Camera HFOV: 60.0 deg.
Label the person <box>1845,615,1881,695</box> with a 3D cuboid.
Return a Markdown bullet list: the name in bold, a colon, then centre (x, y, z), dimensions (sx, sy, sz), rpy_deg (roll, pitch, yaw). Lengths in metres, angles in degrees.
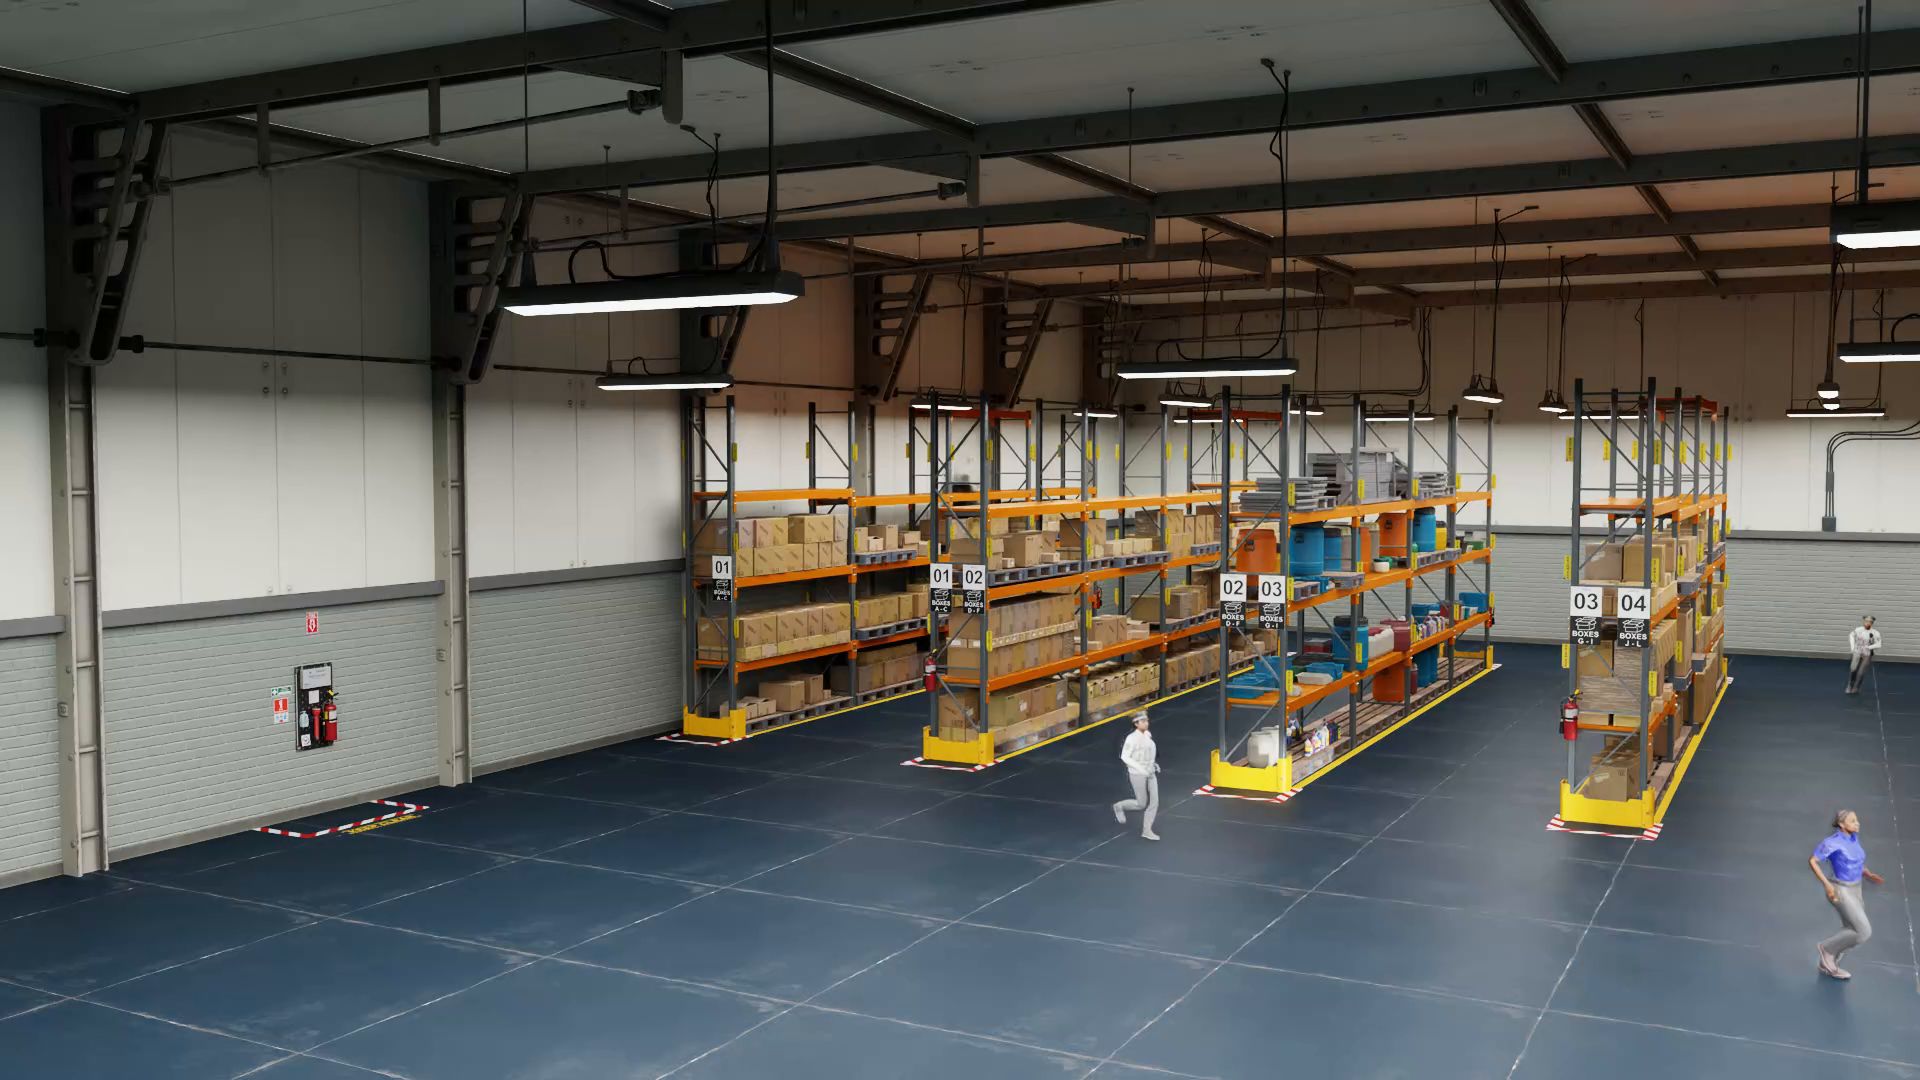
- **person**: centre (18.624, 2.369, 34.261), dimensions (0.637, 1.674, 0.631), rpy_deg (2, 4, 34)

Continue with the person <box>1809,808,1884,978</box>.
- **person**: centre (8.424, 3.358, 15.733), dimensions (0.560, 1.615, 0.576), rpy_deg (-2, 4, -37)

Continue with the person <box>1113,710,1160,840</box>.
- **person**: centre (2.343, 3.034, 21.637), dimensions (0.615, 1.667, 0.729), rpy_deg (-3, 4, -43)
